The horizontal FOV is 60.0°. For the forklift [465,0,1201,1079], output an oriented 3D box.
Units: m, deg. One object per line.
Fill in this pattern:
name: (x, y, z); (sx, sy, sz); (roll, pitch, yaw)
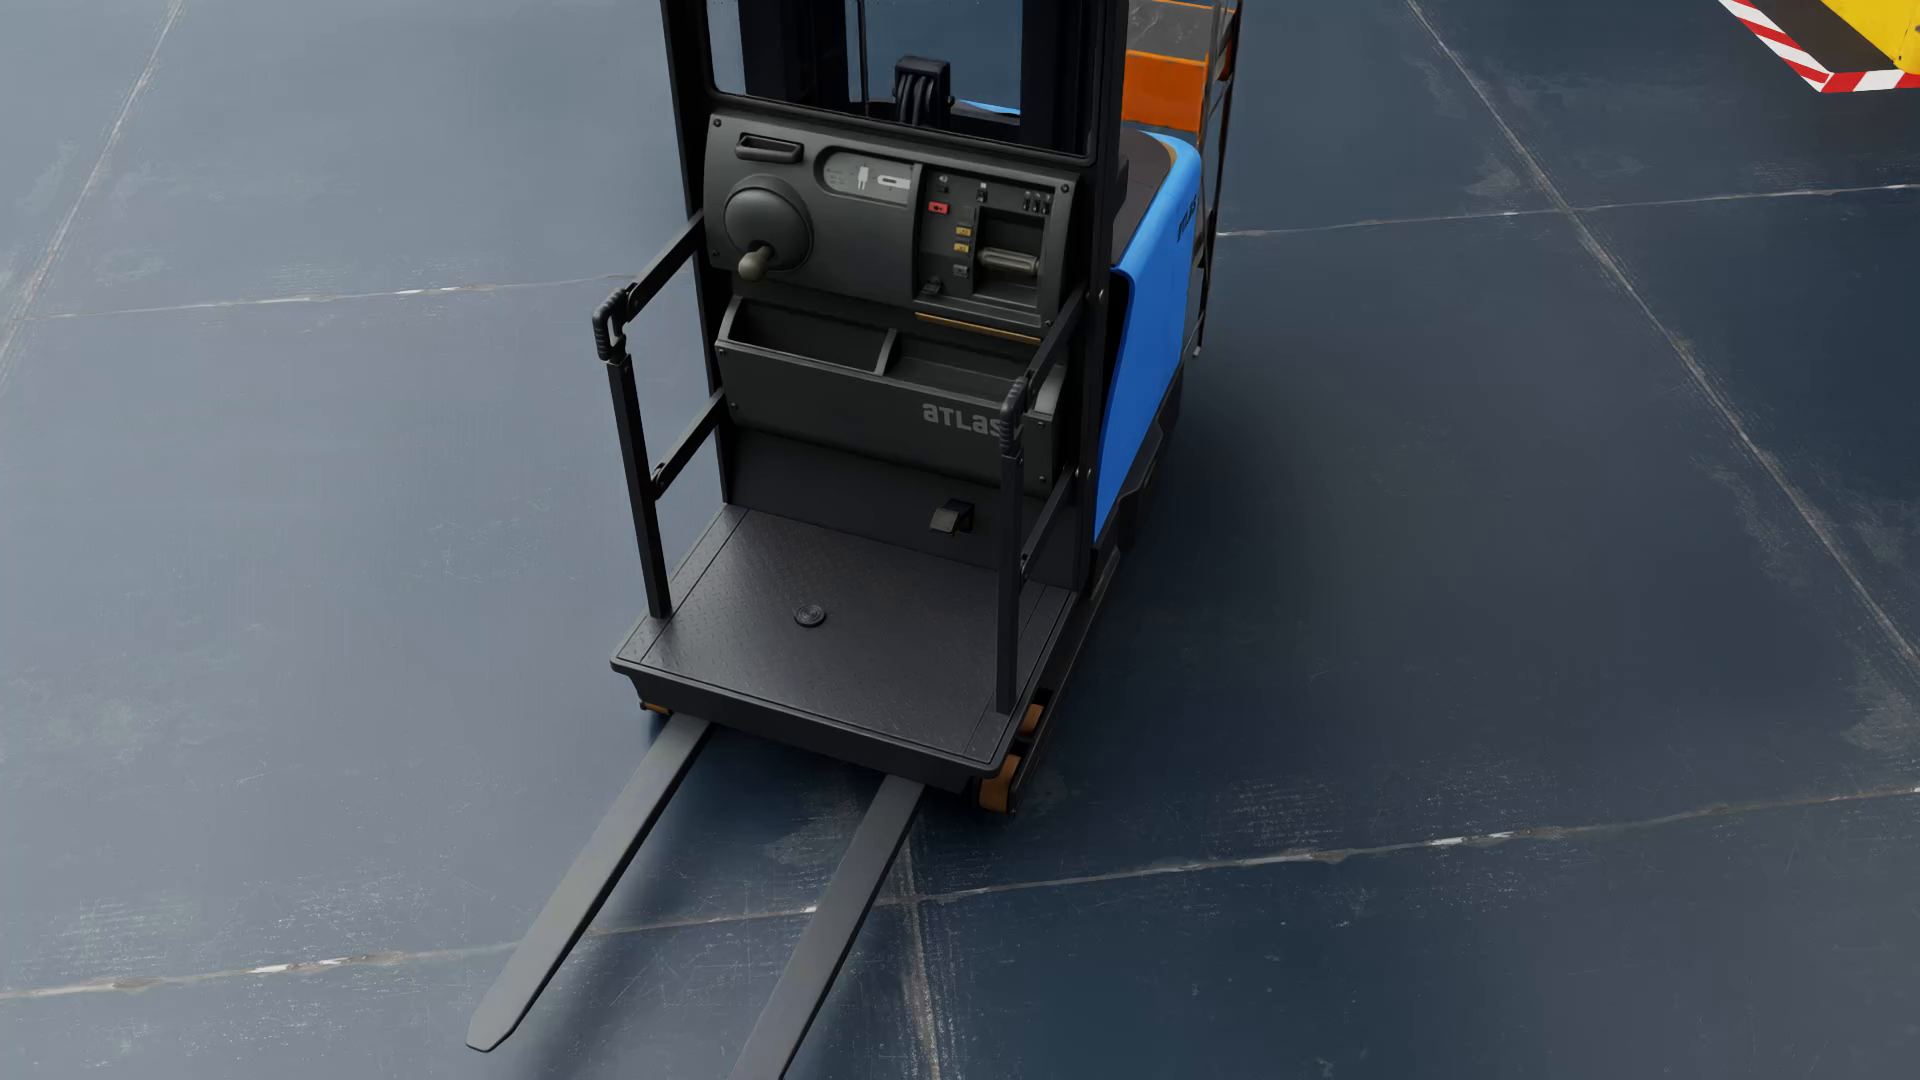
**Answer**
forklift: (-0.254, -0.678, 3.814); (1.130, 2.935, 3.031); (14, 44, 15)

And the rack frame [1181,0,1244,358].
rack frame: (0.808, -1.372, 5.200); (0.015, 2.100, 0.400); (14, 43, 15)

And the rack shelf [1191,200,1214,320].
rack shelf: (0.577, -0.895, 5.738); (0.480, 0.518, 0.431); (14, 43, 15)

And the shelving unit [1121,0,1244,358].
shelving unit: (0.579, -1.429, 5.263); (0.503, 2.100, 0.431); (14, 43, 15)

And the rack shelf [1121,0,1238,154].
rack shelf: (0.579, -1.418, 5.272); (0.480, 0.518, 0.431); (14, 43, 15)

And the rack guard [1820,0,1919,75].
rack guard: (4.430, -2.710, 7.881); (0.348, 0.500, 1.175); (-5, 42, -6)
